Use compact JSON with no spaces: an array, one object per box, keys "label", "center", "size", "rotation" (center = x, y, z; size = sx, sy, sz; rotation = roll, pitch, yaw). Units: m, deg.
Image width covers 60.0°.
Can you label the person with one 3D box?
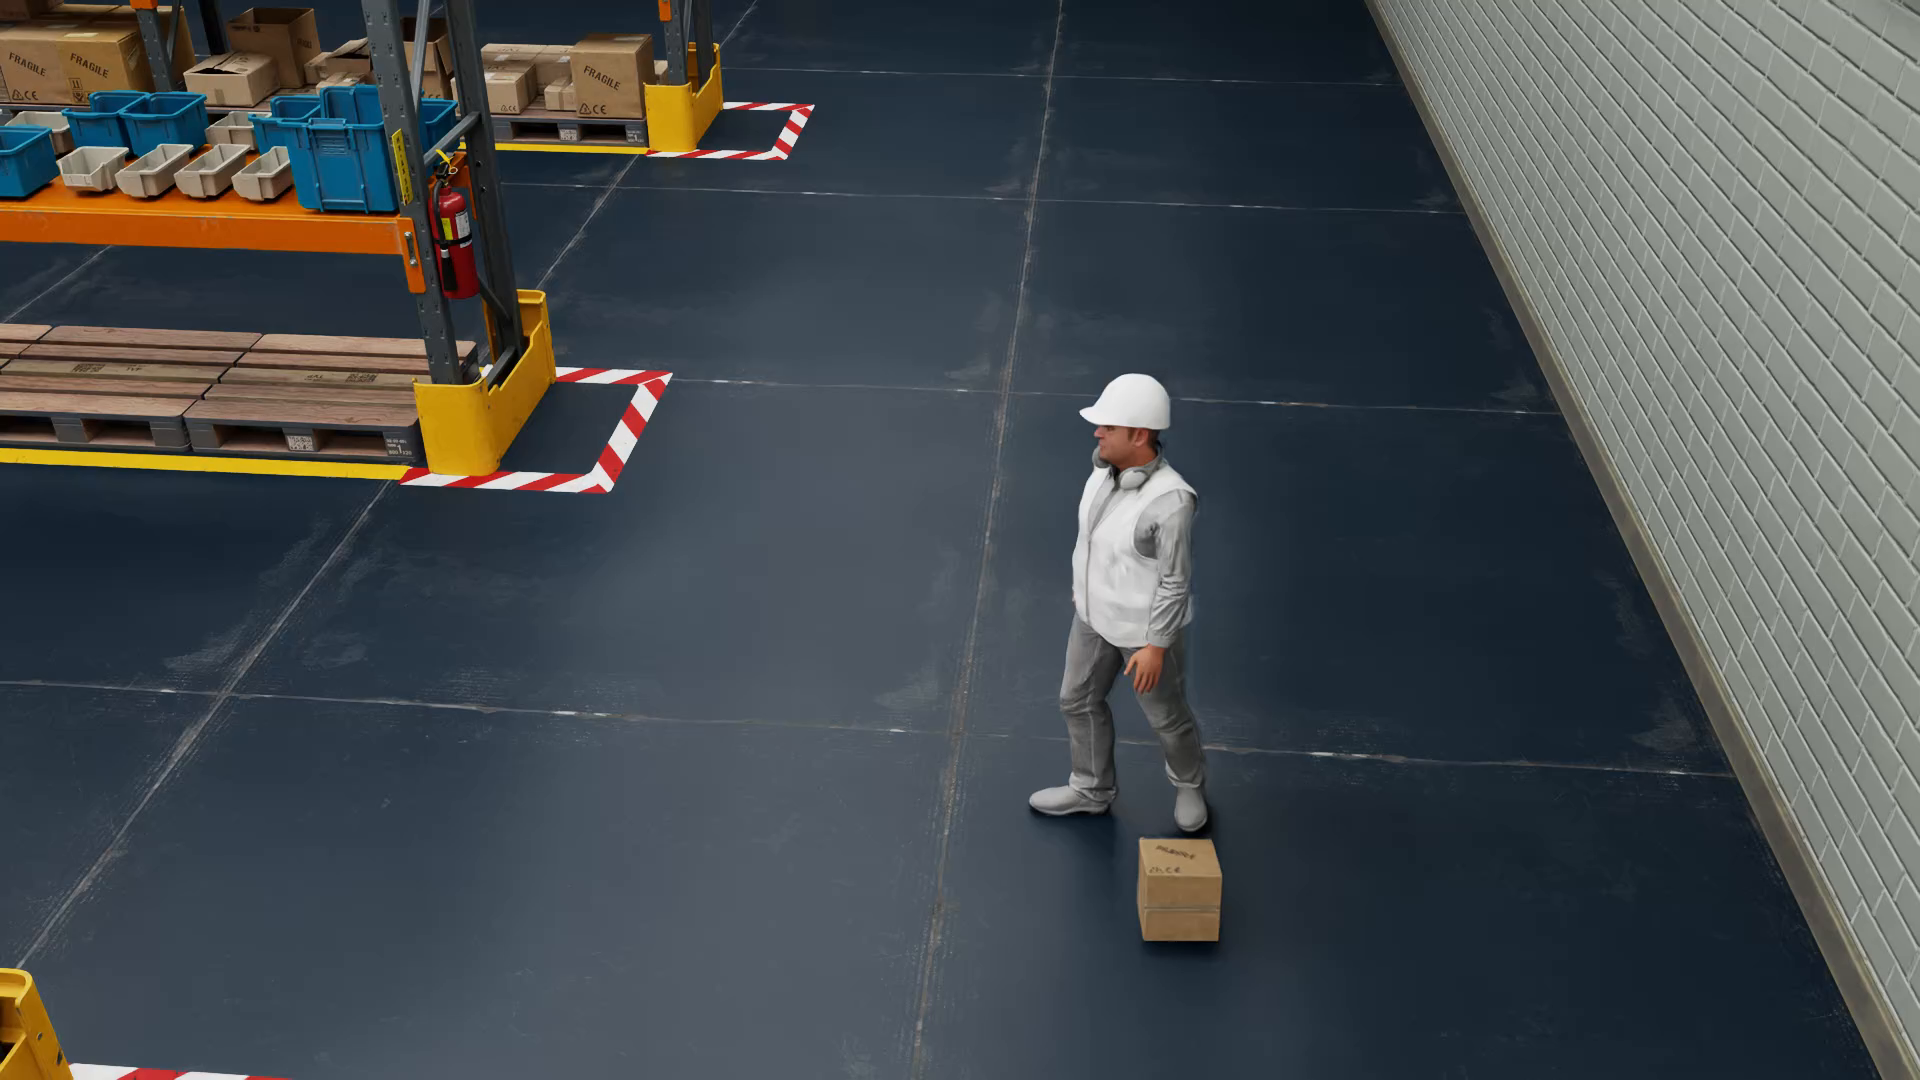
[{"label":"person","center":[0.597,0.235,5.736],"size":[0.618,1.766,0.614],"rotation":[-16,35,-24]}]
